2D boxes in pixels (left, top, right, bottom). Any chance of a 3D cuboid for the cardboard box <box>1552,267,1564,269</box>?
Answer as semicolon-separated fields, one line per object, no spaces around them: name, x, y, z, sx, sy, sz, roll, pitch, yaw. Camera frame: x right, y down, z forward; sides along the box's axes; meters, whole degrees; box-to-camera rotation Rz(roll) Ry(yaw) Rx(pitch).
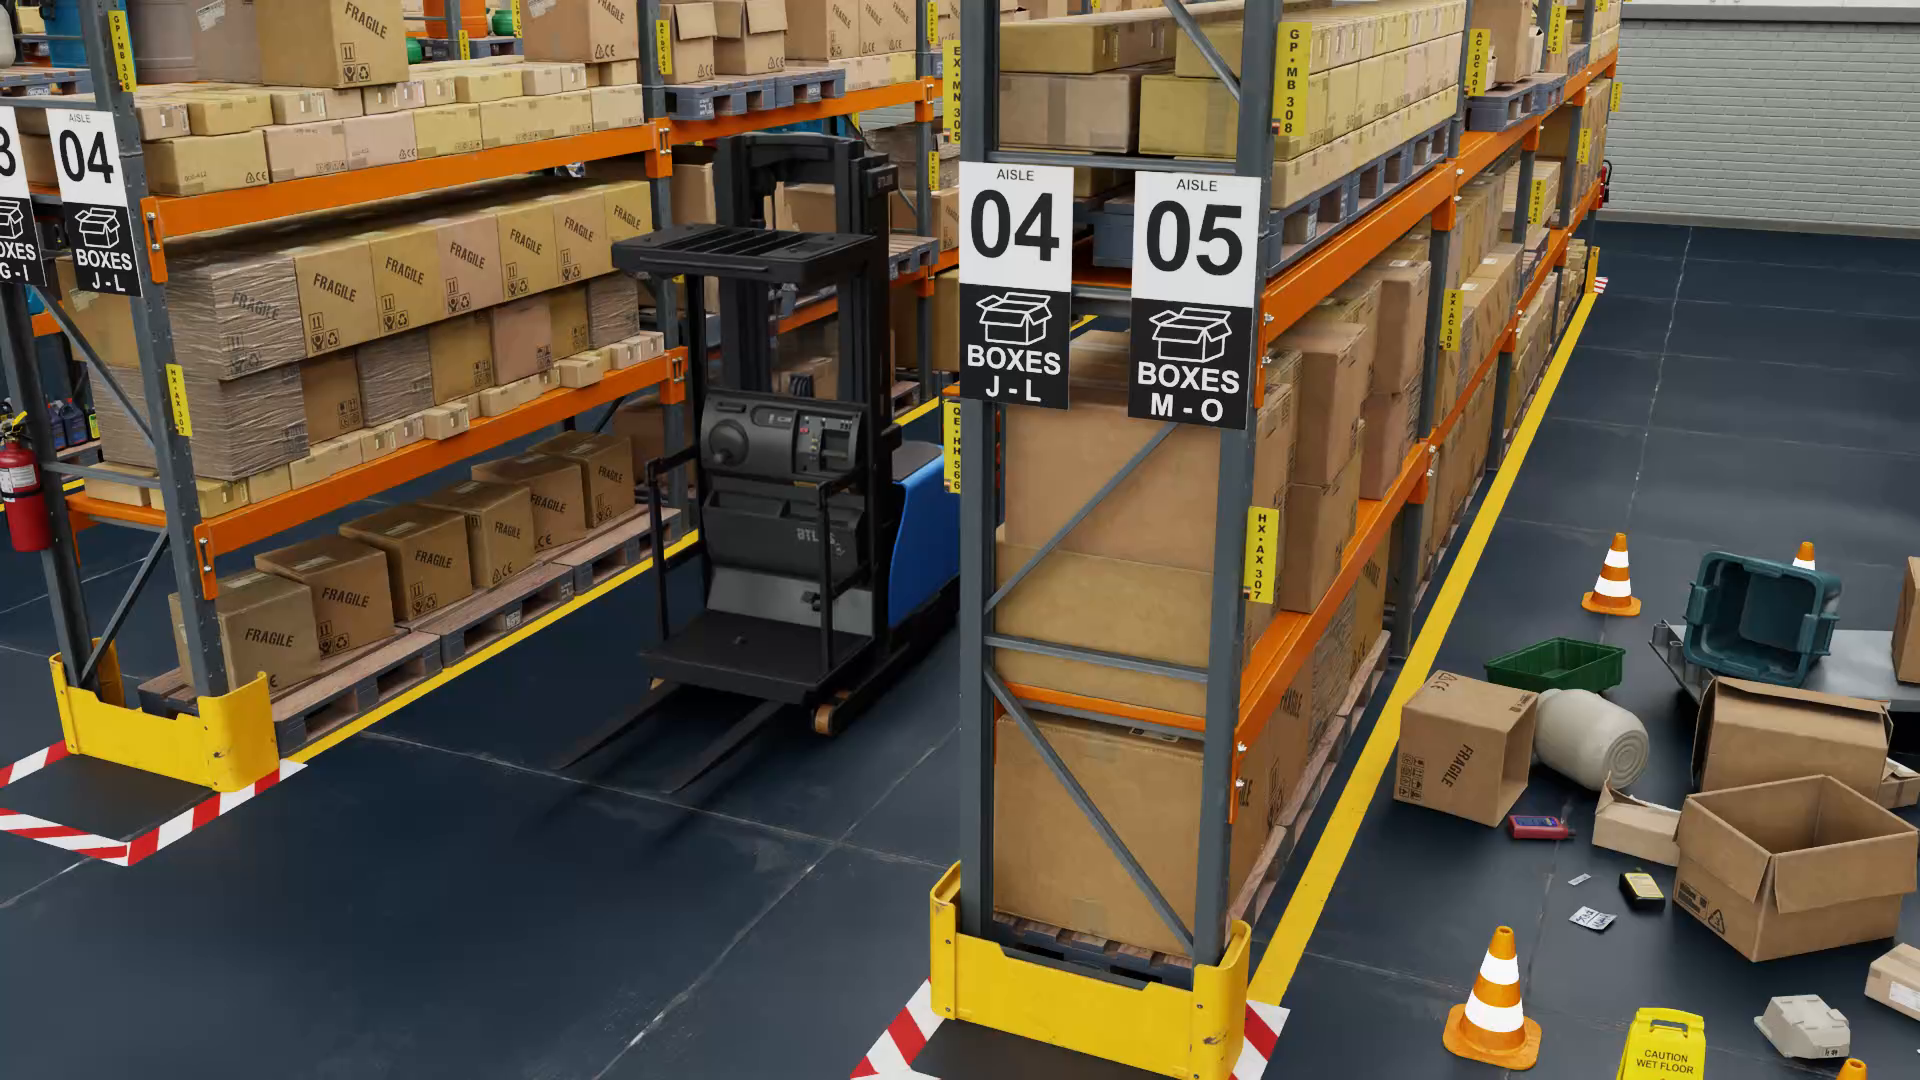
cardboard box;6.251;-2.867;17.794;0.380;0.149;0.250;8;21;20

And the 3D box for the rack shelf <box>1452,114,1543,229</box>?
rack shelf;2.937;-2.491;10.594;1.077;0.370;4.000;9;21;23

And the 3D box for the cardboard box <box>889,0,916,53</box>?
cardboard box;-0.695;-4.255;13.586;0.500;0.500;0.500;9;22;24

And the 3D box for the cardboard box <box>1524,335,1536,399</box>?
cardboard box;4.687;-1.541;14.430;0.500;0.500;0.500;8;21;21

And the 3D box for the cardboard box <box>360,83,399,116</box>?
cardboard box;-3.116;-2.270;8.527;0.380;0.149;0.250;8;21;20

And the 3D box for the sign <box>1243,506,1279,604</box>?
sign;0.984;0.050;5.441;0.100;0.325;0.005;9;21;23

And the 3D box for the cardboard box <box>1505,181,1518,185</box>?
cardboard box;4.765;-2.980;14.233;0.380;0.149;0.250;8;21;22

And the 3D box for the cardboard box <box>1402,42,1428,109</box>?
cardboard box;1.737;-2.040;7.257;0.500;0.250;0.500;8;21;22

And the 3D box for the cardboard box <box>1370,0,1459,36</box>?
cardboard box;2.156;-2.488;7.921;0.380;0.149;0.250;8;21;22

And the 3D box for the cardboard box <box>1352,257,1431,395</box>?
cardboard box;1.817;-1.093;8.230;0.875;0.550;0.550;9;21;23

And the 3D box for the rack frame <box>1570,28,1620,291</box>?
rack frame;7.032;-4.474;19.572;1.000;3.000;0.127;9;21;23

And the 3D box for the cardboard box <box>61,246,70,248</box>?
cardboard box;-10.246;-3.147;18.481;0.500;0.311;0.500;9;22;25

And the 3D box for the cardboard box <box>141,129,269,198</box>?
cardboard box;-3.570;-1.749;7.656;0.500;0.250;0.500;9;22;24

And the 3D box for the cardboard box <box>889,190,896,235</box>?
cardboard box;-0.751;-2.972;15.199;0.500;0.500;0.500;9;22;24

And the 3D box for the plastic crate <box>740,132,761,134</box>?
plastic crate;-2.815;-5.056;21.296;0.437;0.282;0.530;9;21;23

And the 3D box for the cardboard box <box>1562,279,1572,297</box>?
cardboard box;6.332;-2.713;17.805;0.380;0.149;0.250;8;21;22

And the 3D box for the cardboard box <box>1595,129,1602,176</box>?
cardboard box;6.867;-4.332;18.579;0.500;0.500;0.500;8;21;22

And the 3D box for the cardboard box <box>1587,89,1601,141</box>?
cardboard box;6.446;-4.481;17.507;0.500;0.500;0.500;8;21;21

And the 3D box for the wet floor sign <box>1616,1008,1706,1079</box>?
wet floor sign;2.275;1.807;5.424;0.267;0.644;0.232;5;20;13

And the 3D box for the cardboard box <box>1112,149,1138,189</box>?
cardboard box;0.411;-1.348;5.904;0.380;0.149;0.250;9;21;23

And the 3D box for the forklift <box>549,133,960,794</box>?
forklift;-1.030;-0.528;8.580;1.130;2.935;3.031;8;21;22

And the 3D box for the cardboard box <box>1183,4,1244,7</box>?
cardboard box;1.139;-2.267;7.300;0.380;0.149;0.250;9;21;23

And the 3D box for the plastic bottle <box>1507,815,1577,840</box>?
plastic bottle;2.679;1.325;7.653;0.283;0.061;0.133;1;20;4

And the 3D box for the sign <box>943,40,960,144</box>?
sign;-0.009;-1.455;5.402;0.100;0.325;0.005;9;21;23

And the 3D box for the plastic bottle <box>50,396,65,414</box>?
plastic bottle;-7.016;-0.939;12.930;0.144;0.351;0.185;9;21;23

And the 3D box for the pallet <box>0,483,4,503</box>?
pallet;-7.695;-0.309;12.022;1.003;0.211;1.213;9;21;23

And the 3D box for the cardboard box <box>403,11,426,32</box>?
cardboard box;-7.492;-6.932;22.233;0.500;0.250;0.500;9;21;23

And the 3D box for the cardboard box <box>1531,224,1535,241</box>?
cardboard box;4.665;-2.622;14.114;0.380;0.149;0.250;9;21;23

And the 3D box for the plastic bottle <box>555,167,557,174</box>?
plastic bottle;-4.619;-4.140;18.820;0.152;0.276;0.135;9;21;23

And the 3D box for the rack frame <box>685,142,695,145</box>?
rack frame;-3.608;-4.642;20.045;1.000;3.000;0.127;9;21;23

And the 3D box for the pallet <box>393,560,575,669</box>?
pallet;-3.106;0.381;10.081;1.003;0.211;1.213;9;21;23

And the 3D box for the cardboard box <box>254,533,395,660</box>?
cardboard box;-3.519;0.310;9.225;0.500;0.500;0.500;15;25;37

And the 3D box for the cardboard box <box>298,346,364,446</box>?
cardboard box;-3.658;-0.815;8.691;0.875;0.500;0.500;9;21;23

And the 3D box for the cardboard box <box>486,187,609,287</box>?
cardboard box;-2.502;-1.847;10.100;0.500;0.500;0.500;9;21;23

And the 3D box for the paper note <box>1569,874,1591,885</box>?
paper note;2.712;1.485;7.277;0.123;0.001;0.032;-14;24;-33

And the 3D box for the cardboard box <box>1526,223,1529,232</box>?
cardboard box;4.456;-2.611;13.637;0.380;0.149;0.250;9;21;23

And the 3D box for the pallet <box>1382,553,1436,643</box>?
pallet;2.366;0.262;10.417;1.003;0.211;1.213;9;21;23

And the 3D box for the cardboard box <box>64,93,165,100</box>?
cardboard box;-3.961;-2.016;7.813;0.380;0.149;0.250;8;21;21

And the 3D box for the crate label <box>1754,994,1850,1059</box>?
crate label;3.150;1.809;6.179;0.250;0.136;0.298;-2;20;-5

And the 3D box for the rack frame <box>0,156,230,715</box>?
rack frame;-4.003;-0.294;7.819;1.000;3.000;0.127;9;21;23

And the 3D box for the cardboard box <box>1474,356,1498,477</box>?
cardboard box;3.425;-0.992;12.513;1.050;0.750;0.750;8;21;22

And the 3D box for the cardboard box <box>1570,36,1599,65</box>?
cardboard box;5.825;-4.699;15.952;0.500;0.250;0.500;10;22;25

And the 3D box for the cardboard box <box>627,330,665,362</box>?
cardboard box;-2.185;-1.293;11.001;0.380;0.149;0.250;9;21;23

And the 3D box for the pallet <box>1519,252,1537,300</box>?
pallet;3.951;-2.170;13.381;1.213;0.211;1.003;9;21;23

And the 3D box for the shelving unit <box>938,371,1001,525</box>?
shelving unit;0.068;-0.616;11.410;0.258;1.200;0.503;9;21;23

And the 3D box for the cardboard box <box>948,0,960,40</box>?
cardboard box;-0.270;-4.870;15.434;0.500;0.500;0.500;10;22;26

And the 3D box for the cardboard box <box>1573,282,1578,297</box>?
cardboard box;6.671;-2.814;18.532;0.380;0.149;0.250;8;21;20

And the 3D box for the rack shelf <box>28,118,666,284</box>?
rack shelf;-3.184;-1.980;9.156;1.077;0.370;4.000;9;21;23

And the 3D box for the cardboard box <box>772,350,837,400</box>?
cardboard box;-1.425;-1.216;13.486;0.700;0.500;0.500;11;22;27

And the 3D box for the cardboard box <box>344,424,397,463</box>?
cardboard box;-3.241;-0.533;8.866;0.380;0.149;0.250;9;21;23

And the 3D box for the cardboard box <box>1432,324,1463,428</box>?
cardboard box;2.579;-0.976;9.589;0.500;0.500;0.500;9;21;23

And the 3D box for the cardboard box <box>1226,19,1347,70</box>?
cardboard box;1.115;-1.711;5.737;0.380;0.149;0.250;8;21;22

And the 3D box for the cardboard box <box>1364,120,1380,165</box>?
cardboard box;1.430;-1.569;6.527;0.380;0.149;0.250;8;21;22
